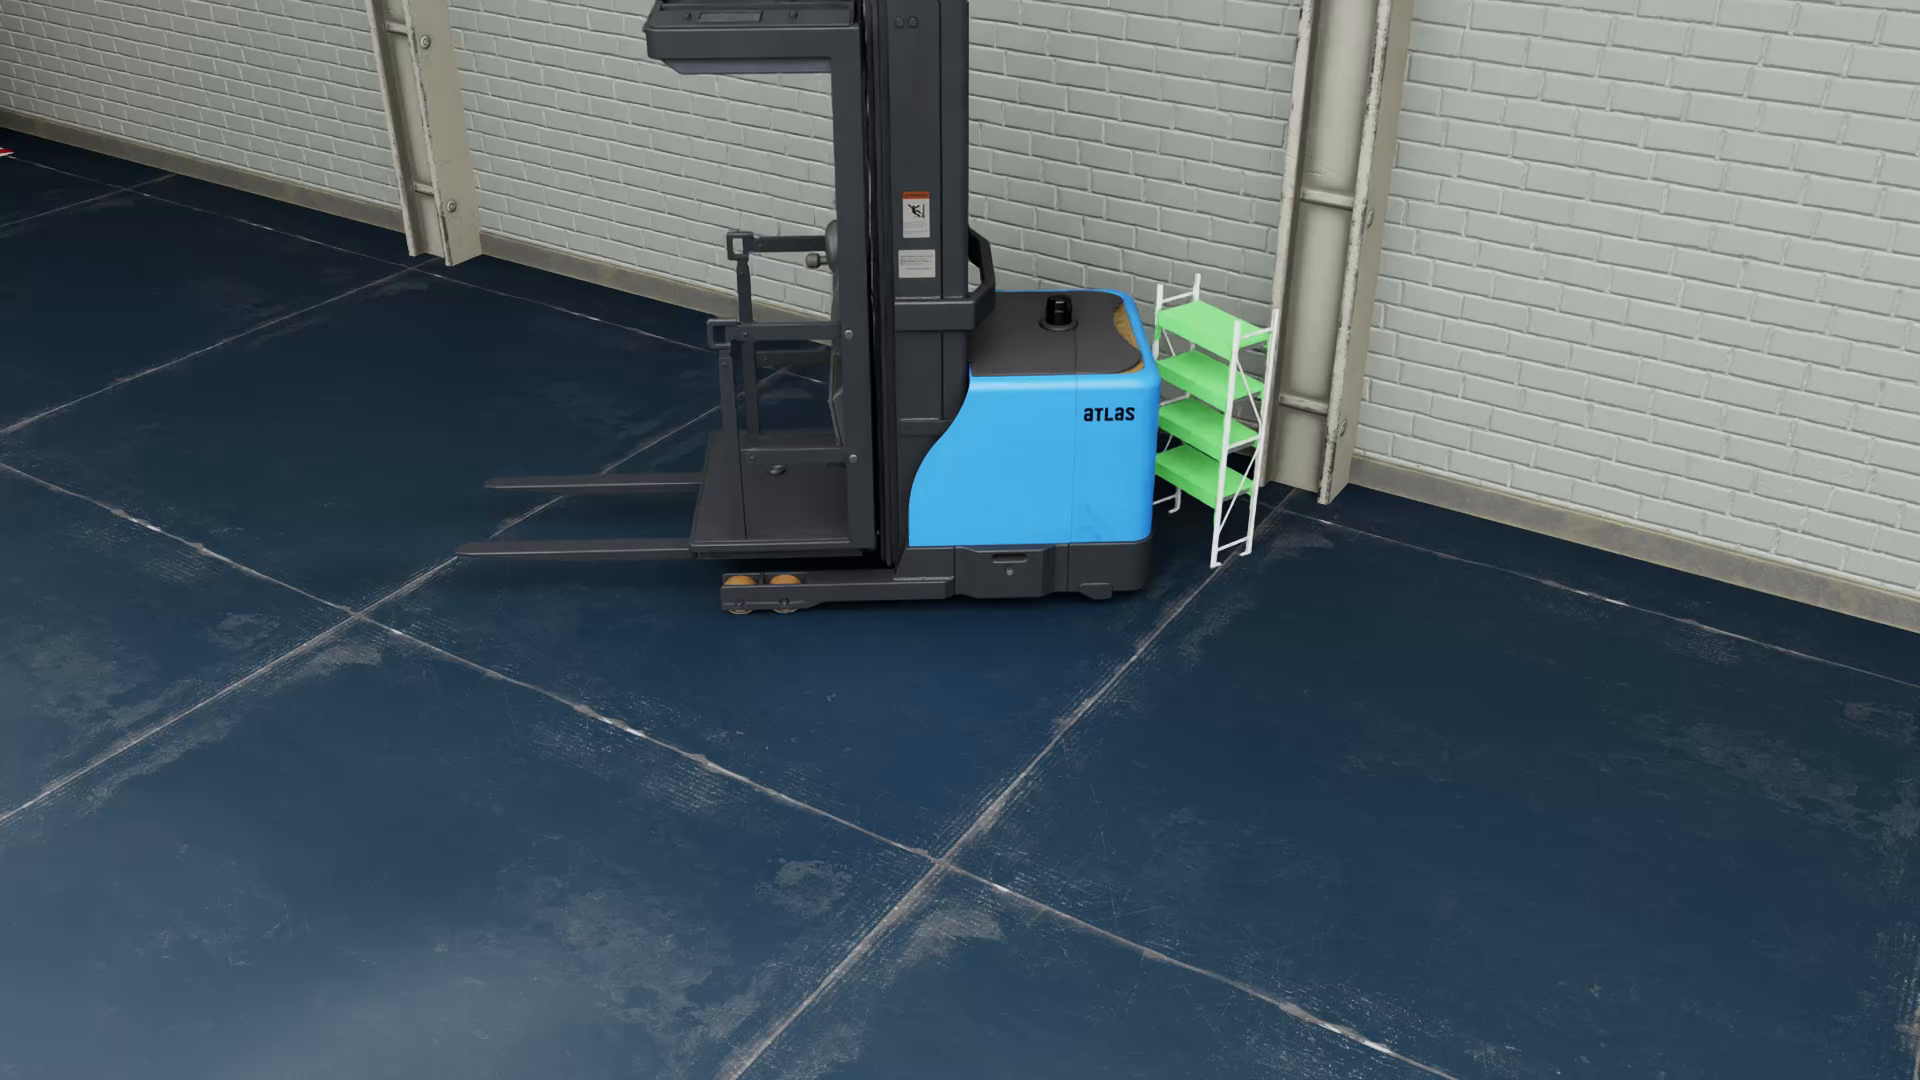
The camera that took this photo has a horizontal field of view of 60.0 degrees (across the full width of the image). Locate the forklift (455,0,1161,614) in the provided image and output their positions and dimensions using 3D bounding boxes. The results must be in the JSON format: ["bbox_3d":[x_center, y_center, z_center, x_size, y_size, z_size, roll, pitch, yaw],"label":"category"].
[{"bbox_3d":[-0.692,-1.217,6.927,3.031,2.935,1.130,-1,30,-2],"label":"forklift"}]

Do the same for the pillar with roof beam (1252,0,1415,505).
[{"bbox_3d":[-0.598,-2.337,2.826,0.400,9.000,9.100,18,35,27],"label":"pillar with roof beam"}]

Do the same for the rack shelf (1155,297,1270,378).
[{"bbox_3d":[1.106,-0.888,7.250,0.258,0.148,0.480,-19,36,-30],"label":"rack shelf"}]

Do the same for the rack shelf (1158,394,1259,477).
[{"bbox_3d":[1.101,-0.474,7.493,0.258,0.148,0.480,-19,36,-30],"label":"rack shelf"}]

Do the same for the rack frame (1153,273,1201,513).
[{"bbox_3d":[0.960,-0.632,7.631,0.240,1.200,0.015,-19,36,-30],"label":"rack frame"}]

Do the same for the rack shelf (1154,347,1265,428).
[{"bbox_3d":[1.103,-0.681,7.371,0.258,0.148,0.480,-19,36,-30],"label":"rack shelf"}]

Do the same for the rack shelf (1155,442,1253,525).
[{"bbox_3d":[1.098,-0.267,7.614,0.258,0.148,0.480,-19,36,-30],"label":"rack shelf"}]

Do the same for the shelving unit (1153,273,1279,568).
[{"bbox_3d":[1.101,-0.529,7.460,0.258,1.200,0.503,-19,36,-30],"label":"shelving unit"}]

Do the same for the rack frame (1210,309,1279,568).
[{"bbox_3d":[1.242,-0.427,7.290,0.240,1.200,0.015,-19,36,-30],"label":"rack frame"}]

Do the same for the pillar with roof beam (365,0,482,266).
[{"bbox_3d":[-5.679,-3.944,5.581,0.400,9.000,9.100,18,35,27],"label":"pillar with roof beam"}]
